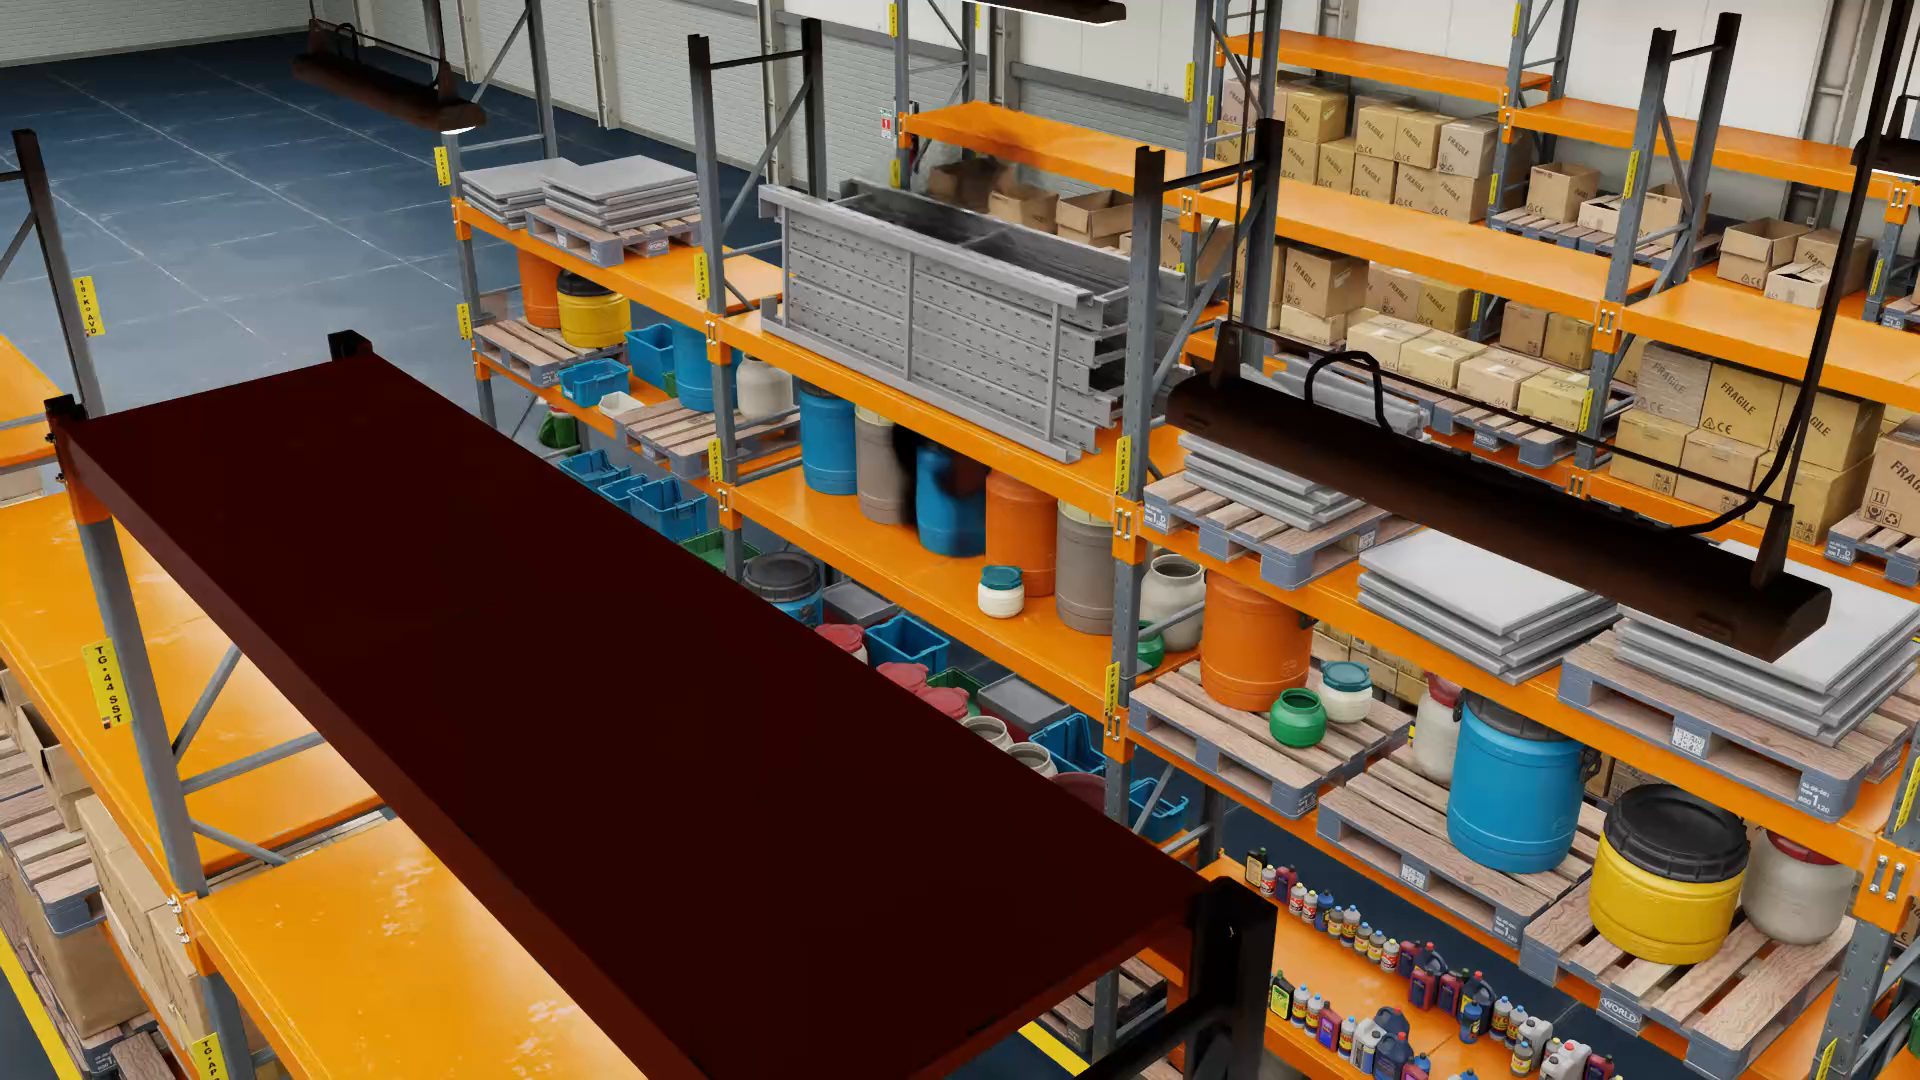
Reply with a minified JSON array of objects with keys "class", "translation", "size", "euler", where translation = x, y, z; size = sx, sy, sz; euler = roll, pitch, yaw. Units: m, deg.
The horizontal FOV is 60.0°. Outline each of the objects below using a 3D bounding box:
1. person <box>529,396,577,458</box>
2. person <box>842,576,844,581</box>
[{"class":"person","translation":[-4.445,-1.425,18.418],"size":[0.615,1.744,0.650],"euler":[-8,28,-15]},{"class":"person","translation":[-0.997,0.031,15.759],"size":[0.846,1.673,0.626],"euler":[15,30,26]}]
